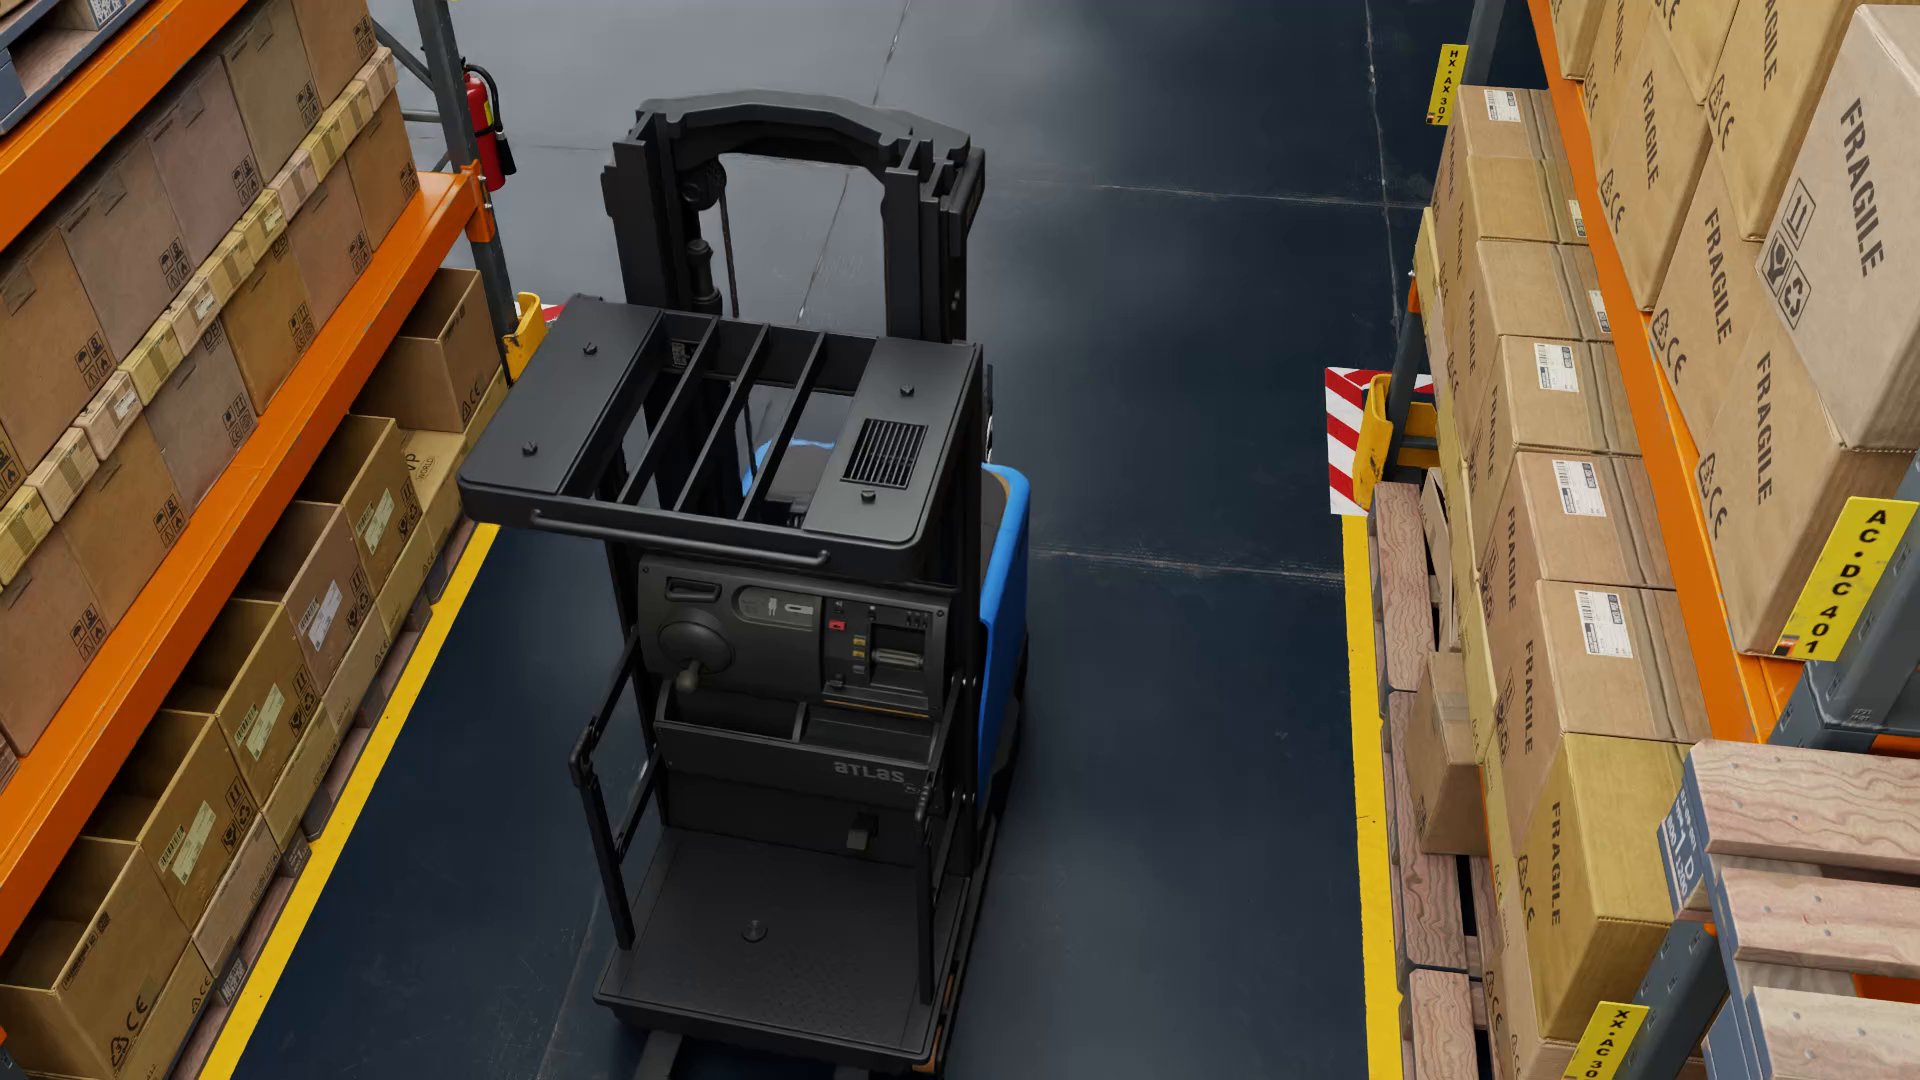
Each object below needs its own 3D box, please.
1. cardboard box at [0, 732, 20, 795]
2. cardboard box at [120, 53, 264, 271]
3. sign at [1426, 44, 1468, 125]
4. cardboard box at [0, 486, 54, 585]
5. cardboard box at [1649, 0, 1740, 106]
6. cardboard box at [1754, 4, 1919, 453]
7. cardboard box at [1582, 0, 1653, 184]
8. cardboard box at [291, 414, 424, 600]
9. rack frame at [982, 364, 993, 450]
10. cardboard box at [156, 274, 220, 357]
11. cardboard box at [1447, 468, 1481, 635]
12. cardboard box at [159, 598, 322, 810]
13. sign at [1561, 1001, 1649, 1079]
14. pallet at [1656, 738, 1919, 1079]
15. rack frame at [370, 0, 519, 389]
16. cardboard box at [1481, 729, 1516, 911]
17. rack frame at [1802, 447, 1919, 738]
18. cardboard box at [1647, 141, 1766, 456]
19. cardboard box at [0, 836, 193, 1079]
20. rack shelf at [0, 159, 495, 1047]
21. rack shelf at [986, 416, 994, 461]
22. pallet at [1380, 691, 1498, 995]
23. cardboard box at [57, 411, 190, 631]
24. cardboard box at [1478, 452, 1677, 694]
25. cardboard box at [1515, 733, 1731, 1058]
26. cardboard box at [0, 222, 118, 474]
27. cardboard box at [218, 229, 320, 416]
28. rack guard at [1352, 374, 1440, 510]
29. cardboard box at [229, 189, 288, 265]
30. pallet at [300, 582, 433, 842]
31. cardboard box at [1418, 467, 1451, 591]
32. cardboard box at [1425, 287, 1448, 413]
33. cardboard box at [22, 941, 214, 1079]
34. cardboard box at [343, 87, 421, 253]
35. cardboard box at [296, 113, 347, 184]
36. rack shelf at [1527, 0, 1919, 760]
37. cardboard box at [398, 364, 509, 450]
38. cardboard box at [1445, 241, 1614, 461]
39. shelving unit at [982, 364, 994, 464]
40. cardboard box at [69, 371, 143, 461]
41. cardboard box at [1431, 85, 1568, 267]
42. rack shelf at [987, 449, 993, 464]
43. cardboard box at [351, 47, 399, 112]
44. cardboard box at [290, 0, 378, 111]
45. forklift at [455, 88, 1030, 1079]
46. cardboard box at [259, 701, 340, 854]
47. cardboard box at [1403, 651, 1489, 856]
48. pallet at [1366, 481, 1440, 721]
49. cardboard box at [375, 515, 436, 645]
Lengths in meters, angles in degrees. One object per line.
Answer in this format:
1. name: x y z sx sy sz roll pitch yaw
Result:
1. cardboard box: -3.019 0.597 4.365 0.700 0.500 0.500 4 44 4
2. cardboard box: -2.754 -1.242 5.364 0.700 0.500 0.500 5 44 6
3. sign: 1.830 -1.706 6.240 0.100 0.325 0.005 5 44 6
4. cardboard box: -2.745 -0.027 4.553 0.380 0.149 0.250 5 44 5
5. cardboard box: 1.757 -1.209 3.350 0.500 0.500 0.500 4 44 4
6. cardboard box: 1.637 -0.478 2.577 0.500 0.500 0.500 2 43 2
7. cardboard box: 1.855 -1.186 4.052 0.500 0.500 0.500 8 44 8
8. cardboard box: -2.436 -0.141 6.366 0.500 0.500 0.500 5 44 6
9. rack frame: 0.012 -0.391 7.008 0.240 0.900 0.006 5 44 6
10. cardboard box: -2.607 -0.727 5.291 0.380 0.149 0.250 5 44 5
11. cardboard box: 1.792 0.055 5.105 0.500 0.250 0.500 6 44 6
12. cardboard box: -2.568 0.541 5.646 0.500 0.500 0.500 5 44 6
13. sign: 1.300 1.025 3.356 0.100 0.325 0.005 5 44 6
14. pallet: 1.652 0.774 2.206 1.213 0.211 1.003 5 44 6
15. rack frame: -2.543 -1.790 6.959 1.000 3.000 0.127 5 44 6
16. cardboard box: 1.675 0.742 4.379 0.500 0.250 0.500 5 44 6
17. rack frame: 1.839 -0.795 1.544 1.000 3.000 0.127 5 44 6
18. cardboard box: 1.740 -0.459 3.284 0.500 0.500 0.500 2 43 2
19. cardboard box: -2.700 1.222 4.927 0.500 0.500 0.500 5 44 6
20. rack shelf: -2.807 -0.166 5.767 1.077 0.370 4.000 5 44 6
21. rack shelf: -0.001 -0.428 6.834 0.258 0.077 0.200 5 44 6
22. pallet: 2.052 1.102 5.933 1.003 0.211 1.213 5 44 6
23. cardboard box: -2.886 -0.105 5.106 0.700 0.500 0.500 6 44 6
24. cardboard box: 1.733 0.125 4.485 0.500 0.500 0.500 4 44 4
25. cardboard box: 1.595 0.808 3.764 0.500 0.500 0.500 5 44 5
26. cardboard box: -2.887 -0.560 4.644 0.700 0.500 0.500 5 44 5
27. cardboard box: -2.753 -0.813 5.854 0.700 0.500 0.500 6 44 6
28. rack guard: 2.358 -0.383 7.291 1.175 0.500 0.348 5 44 6
29. cardboard box: -2.541 -1.081 5.666 0.380 0.149 0.250 6 44 7
30. pallet: -2.766 0.577 6.487 1.003 0.211 1.213 5 44 6
31. cardboard box: 2.187 -0.062 6.770 0.500 0.311 0.500 1 43 1
32. cardboard box: 1.934 -0.636 5.835 0.500 0.250 0.500 4 44 4
33. cardboard box: -2.710 1.494 5.185 0.500 0.250 0.500 5 44 6
34. cardboard box: -2.617 -1.509 6.590 0.700 0.500 0.500 5 44 6
35. cardboard box: -2.471 -1.431 6.036 0.380 0.149 0.250 5 44 5
36. rack shelf: 2.104 -0.807 4.262 1.077 0.370 4.000 5 44 6
37. cardboard box: -2.321 -0.552 7.345 0.500 0.250 0.500 5 44 6
38. cardboard box: 1.857 -0.582 5.232 0.500 0.500 0.500 4 44 4
39. shelving unit: -0.001 -0.321 6.935 0.258 0.900 0.210 5 44 6
40. cardboard box: -2.678 -0.380 4.925 0.380 0.149 0.250 4 44 4
41. cardboard box: 2.007 -1.269 5.958 0.500 0.500 0.500 5 44 6
42. rack shelf: -0.001 -0.297 6.958 0.258 0.077 0.200 5 44 6
43. cardboard box: -2.404 -1.784 6.408 0.380 0.149 0.250 5 44 5
44. cardboard box: -2.624 -1.944 6.106 0.700 0.500 0.500 5 44 6
45. forklift: -0.534 0.384 4.713 1.130 2.935 3.031 8 44 8
46. cardboard box: -2.567 0.813 5.904 0.500 0.250 0.500 5 44 6
47. cardboard box: 1.965 0.753 5.771 0.700 0.500 0.500 3 44 3
48. pallet: 2.216 0.273 6.809 1.003 0.211 1.213 5 44 6
49. cardboard box: -2.439 0.131 6.624 0.500 0.250 0.500 5 44 6
